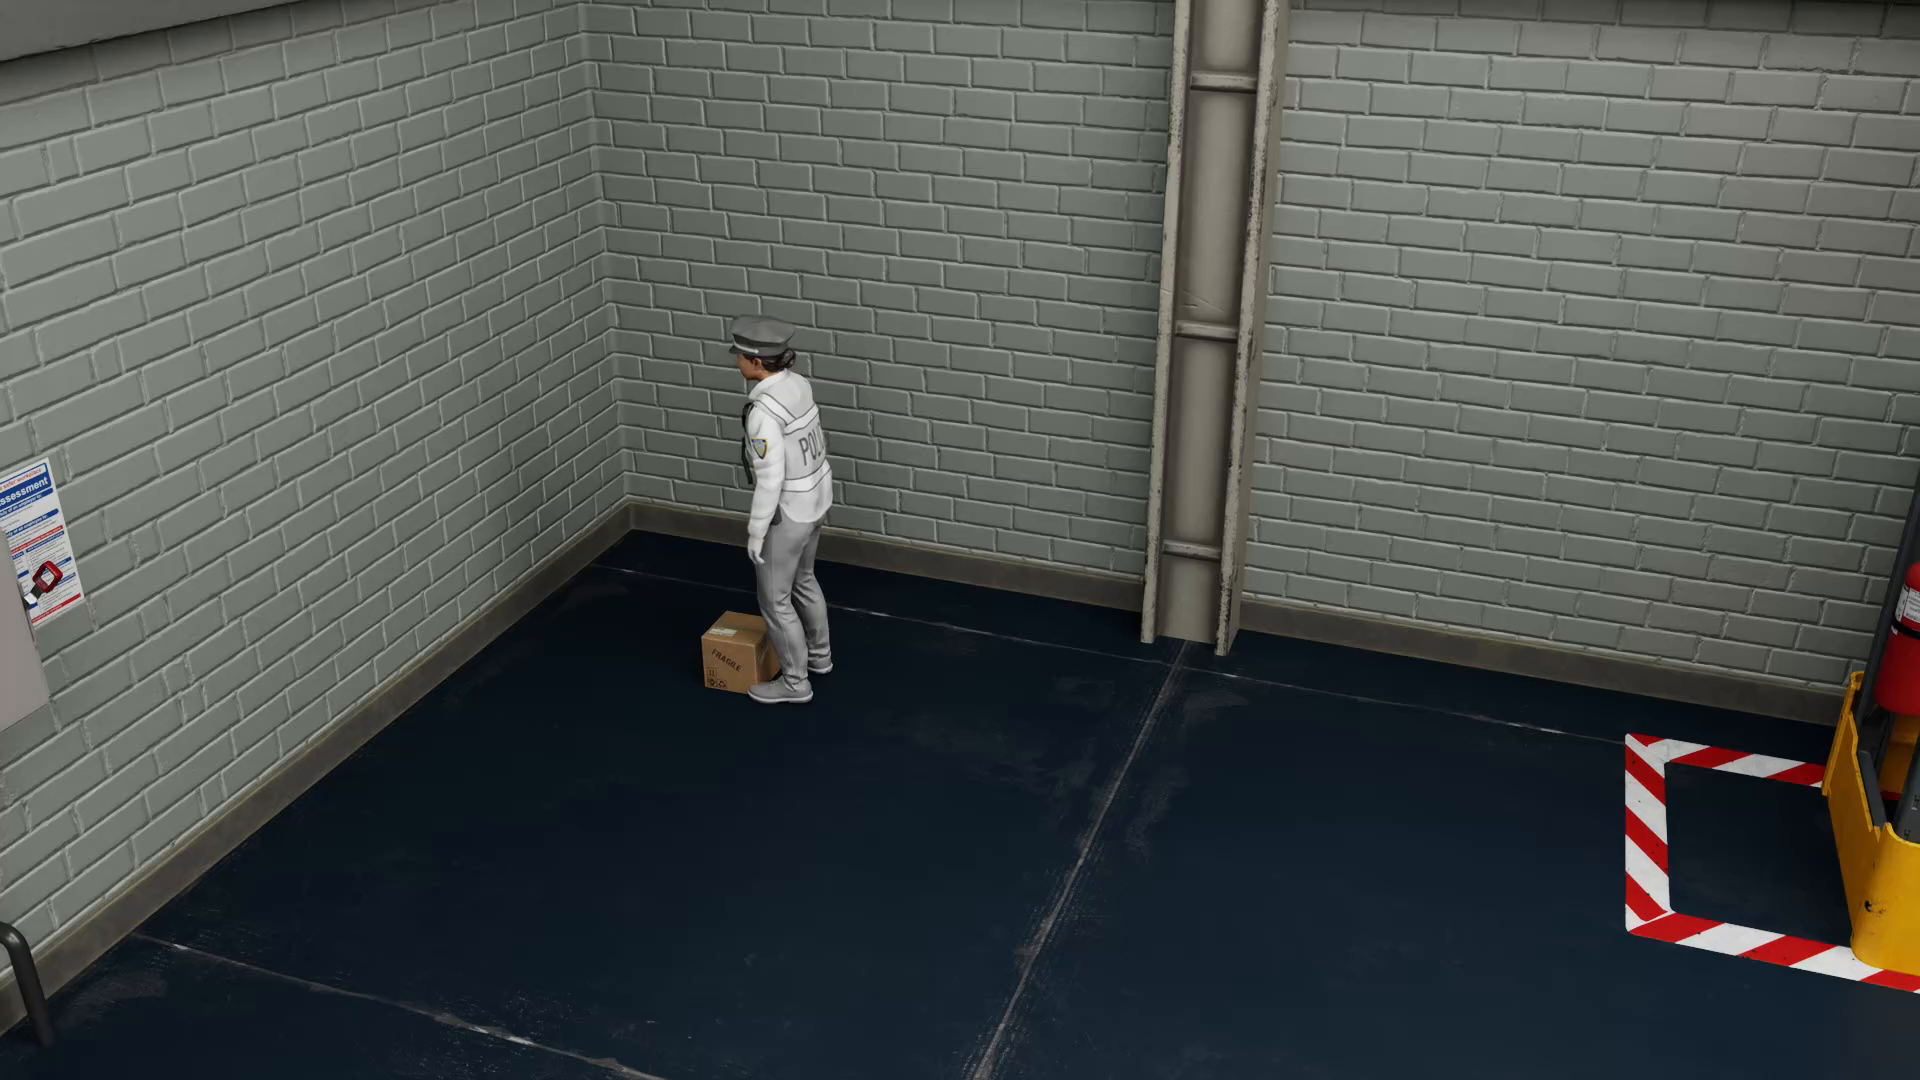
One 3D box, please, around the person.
[{"bbox_3d":[-0.722,-0.111,6.832,0.369,1.667,0.547,7,27,15],"label":"person"}]
